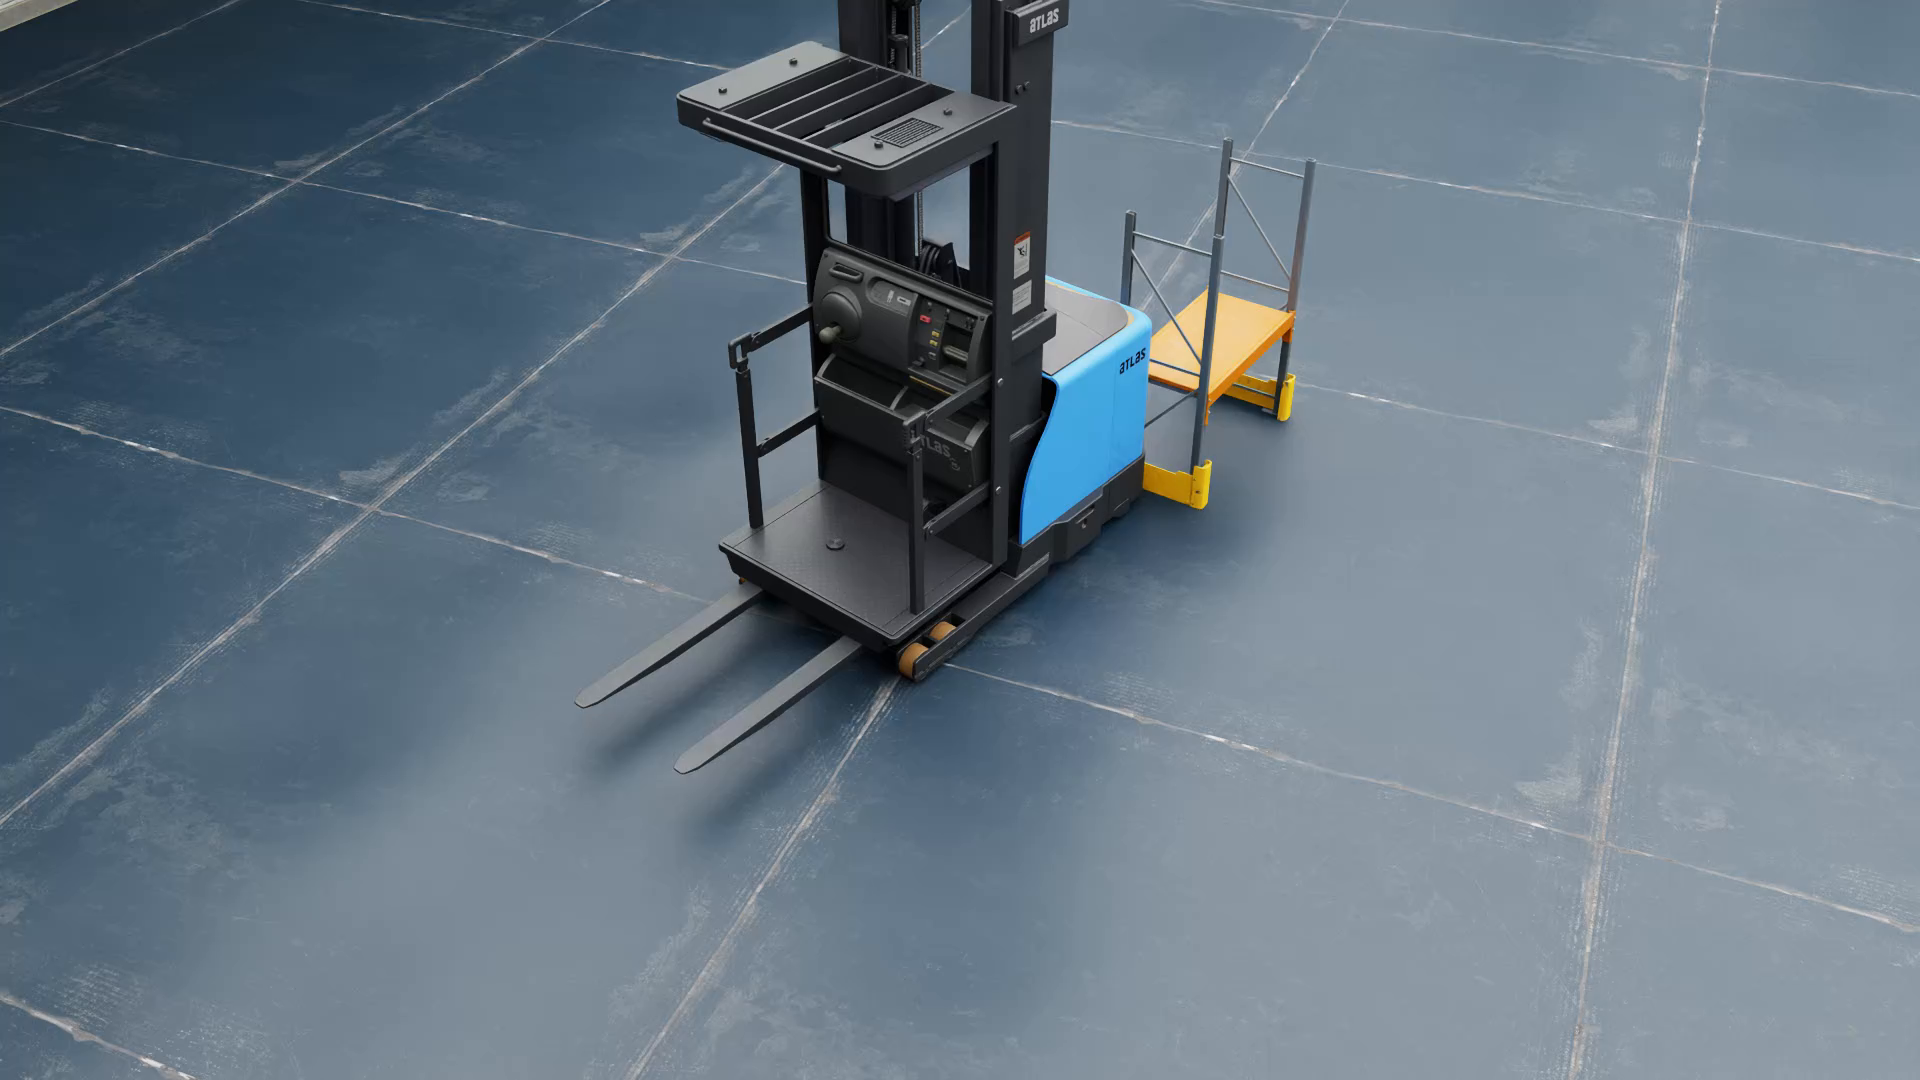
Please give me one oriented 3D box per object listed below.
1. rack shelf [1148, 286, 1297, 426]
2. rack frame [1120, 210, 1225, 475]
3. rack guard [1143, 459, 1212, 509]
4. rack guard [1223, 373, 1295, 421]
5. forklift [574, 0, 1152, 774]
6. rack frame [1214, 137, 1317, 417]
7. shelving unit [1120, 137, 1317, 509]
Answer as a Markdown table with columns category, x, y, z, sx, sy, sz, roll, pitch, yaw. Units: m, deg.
| category | x | y | z | sx | sy | sz | roll | pitch | yaw |
| --- | --- | --- | --- | --- | --- | --- | --- | --- | --- |
| rack shelf | 1.277 | -0.970 | 8.596 | 0.538 | 0.185 | 1.000 | 22 | 42 | 26 |
| rack frame | 0.994 | -0.861 | 8.150 | 0.500 | 1.500 | 0.032 | 22 | 42 | 26 |
| rack guard | 1.005 | -0.370 | 8.537 | 0.587 | 0.250 | 0.087 | 22 | 42 | 26 |
| rack guard | 1.559 | -0.866 | 9.200 | 0.587 | 0.250 | 0.087 | 22 | 42 | 26 |
| forklift | -0.397 | -0.887 | 6.989 | 1.130 | 2.935 | 3.031 | 26 | 44 | 31 |
| rack frame | 1.560 | -1.367 | 8.826 | 0.500 | 1.500 | 0.032 | 22 | 42 | 26 |
| shelving unit | 1.282 | -1.119 | 8.494 | 0.587 | 1.500 | 1.083 | 22 | 42 | 26 |
